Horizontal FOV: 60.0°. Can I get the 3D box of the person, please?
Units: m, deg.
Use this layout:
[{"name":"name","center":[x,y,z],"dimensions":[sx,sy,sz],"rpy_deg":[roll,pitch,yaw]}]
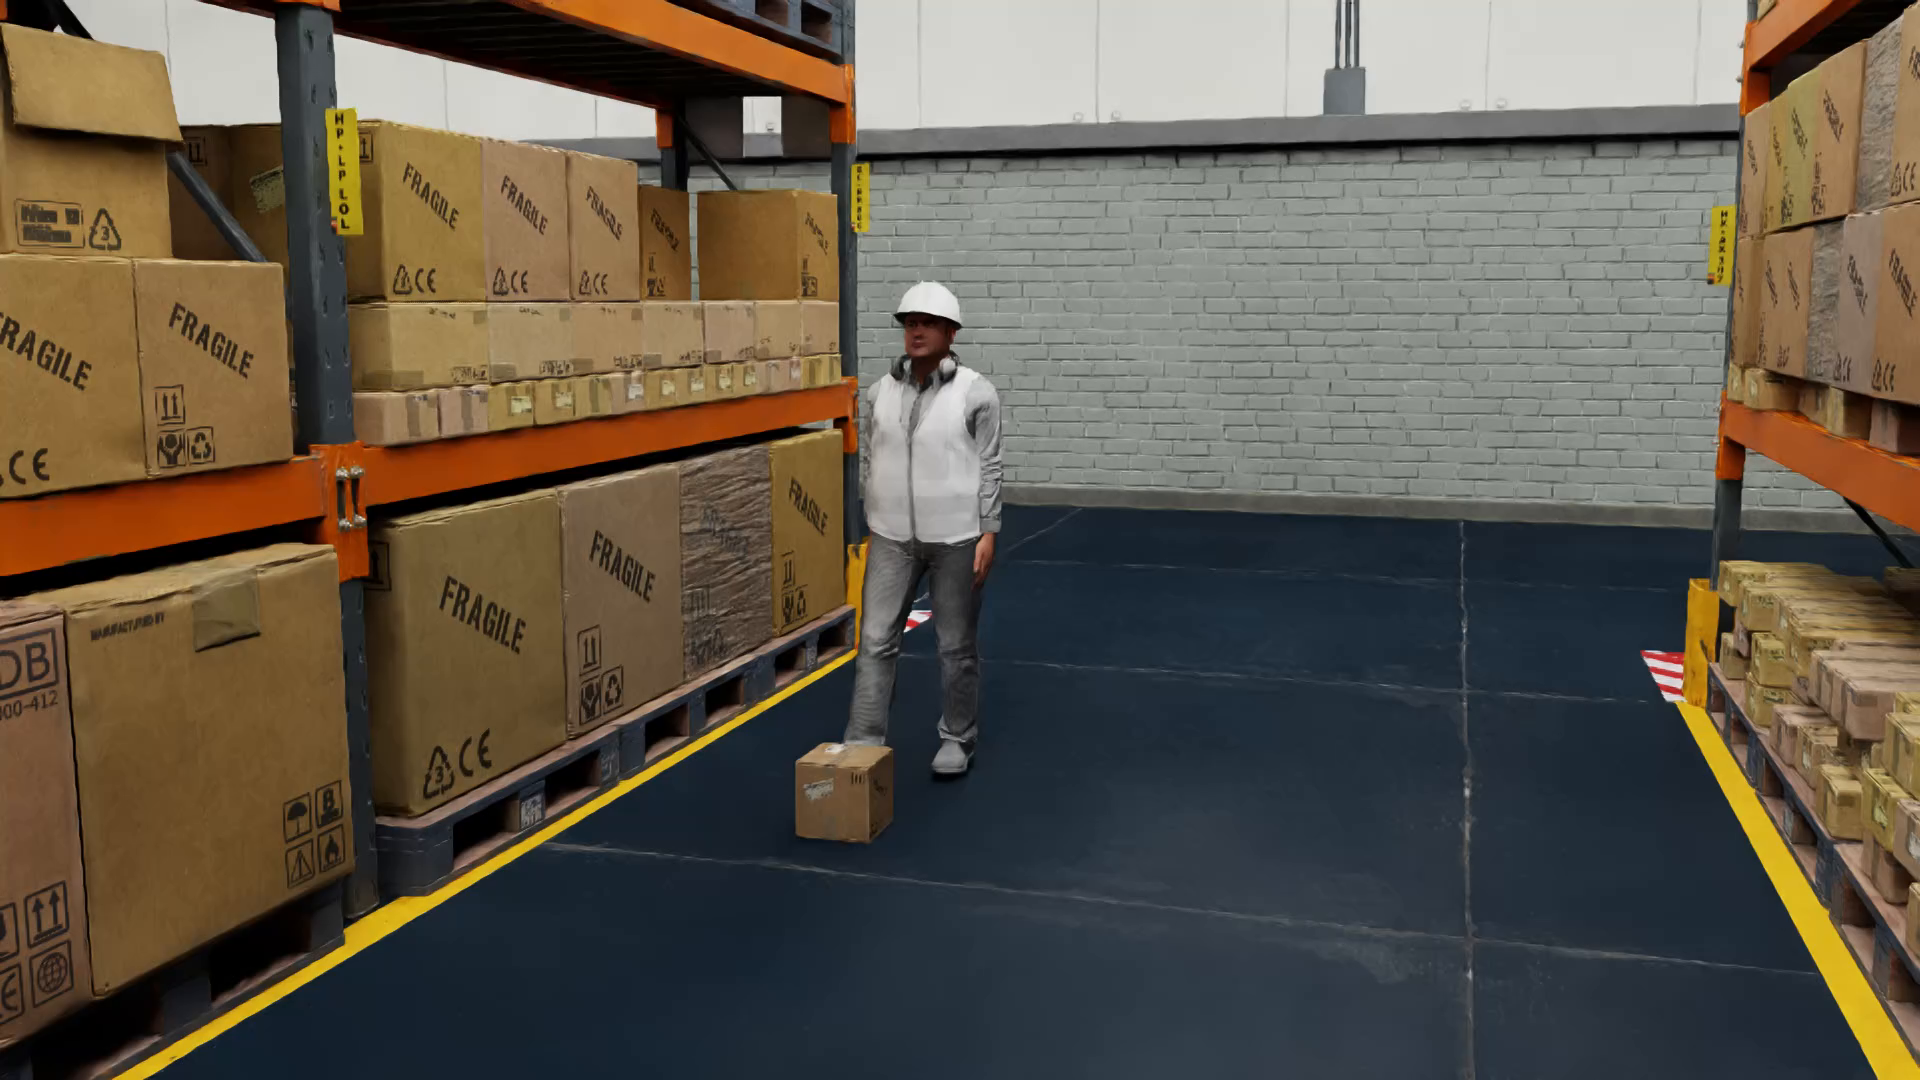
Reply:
[{"name":"person","center":[-0.138,-0.009,5.762],"dimensions":[0.537,1.757,0.774],"rpy_deg":[2,9,16]}]
